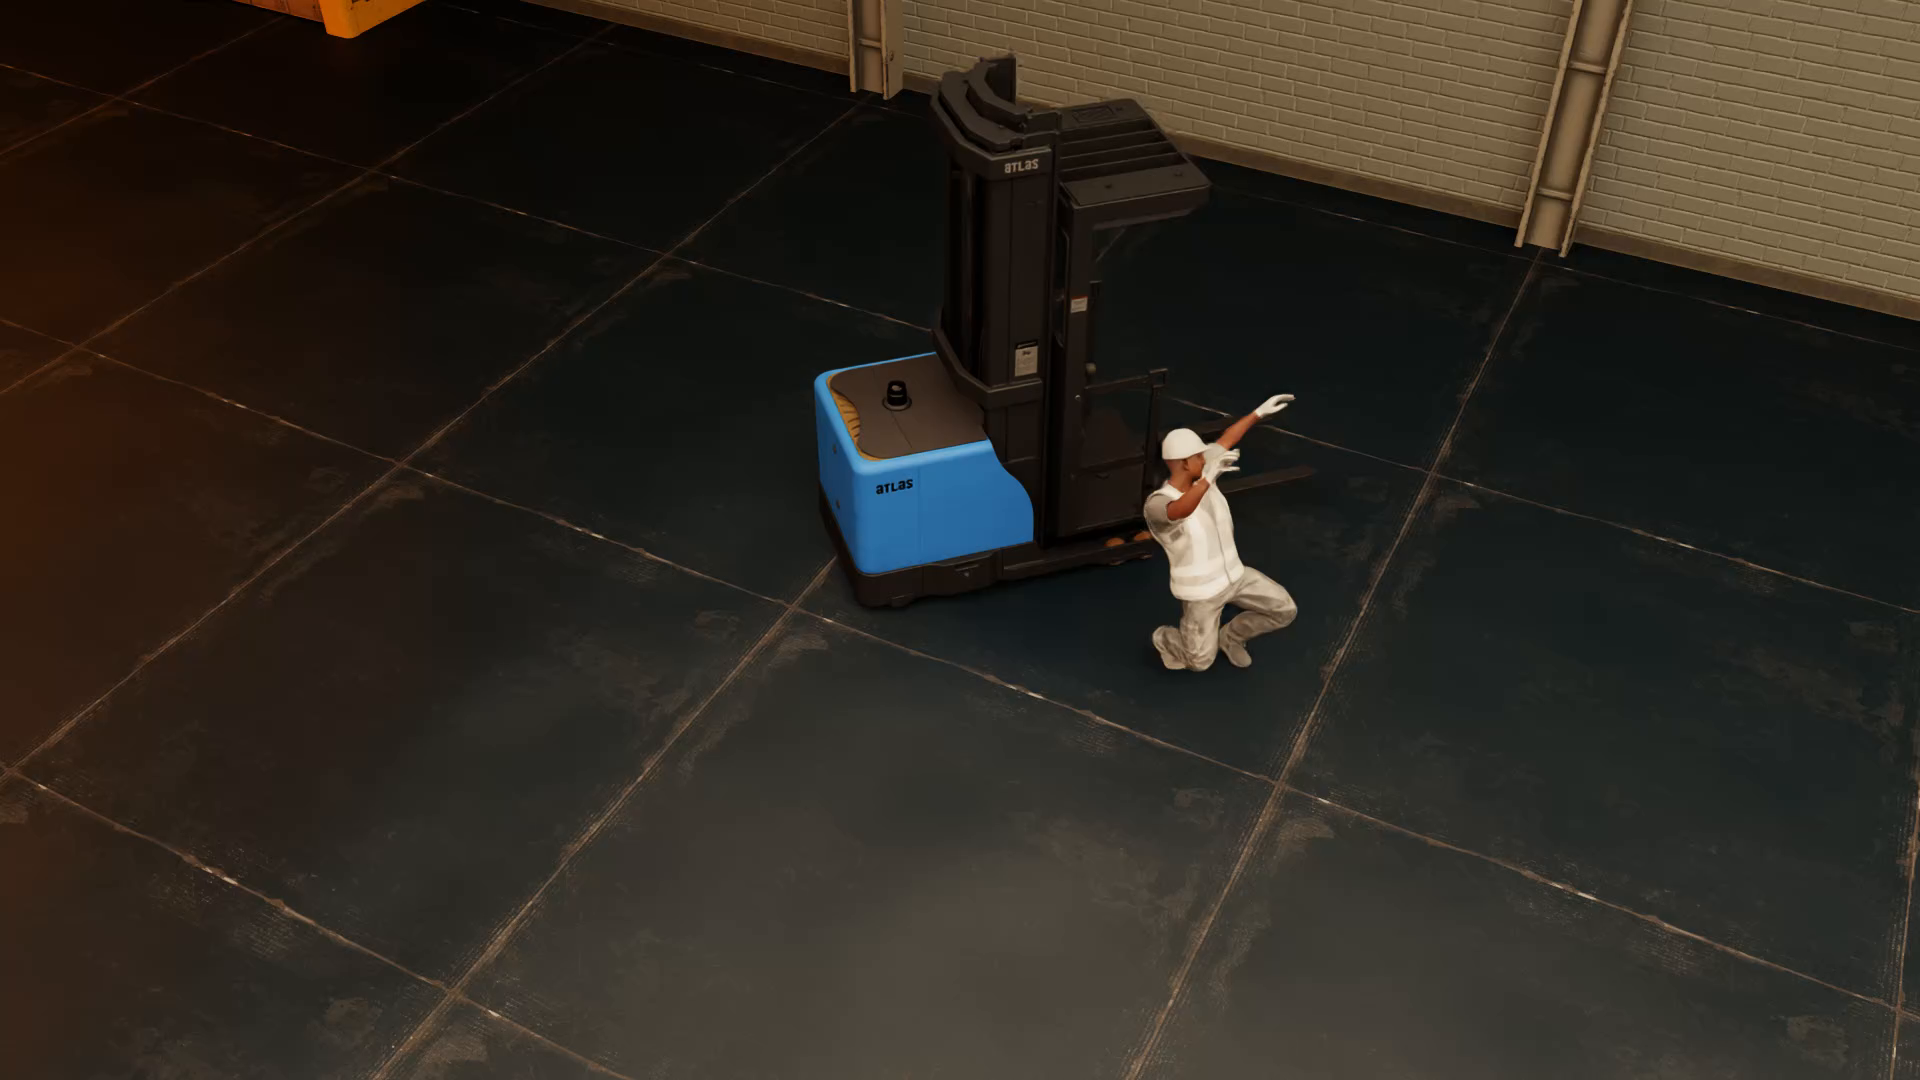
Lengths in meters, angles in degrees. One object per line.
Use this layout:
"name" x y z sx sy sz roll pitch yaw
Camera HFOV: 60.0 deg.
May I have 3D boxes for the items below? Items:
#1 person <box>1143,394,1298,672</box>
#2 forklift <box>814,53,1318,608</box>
"person" 1.484 0.009 8.970 1.122 1.684 0.822 -31 49 -32
"forklift" 0.703 -1.282 9.509 3.031 2.935 1.130 -12 42 -14
